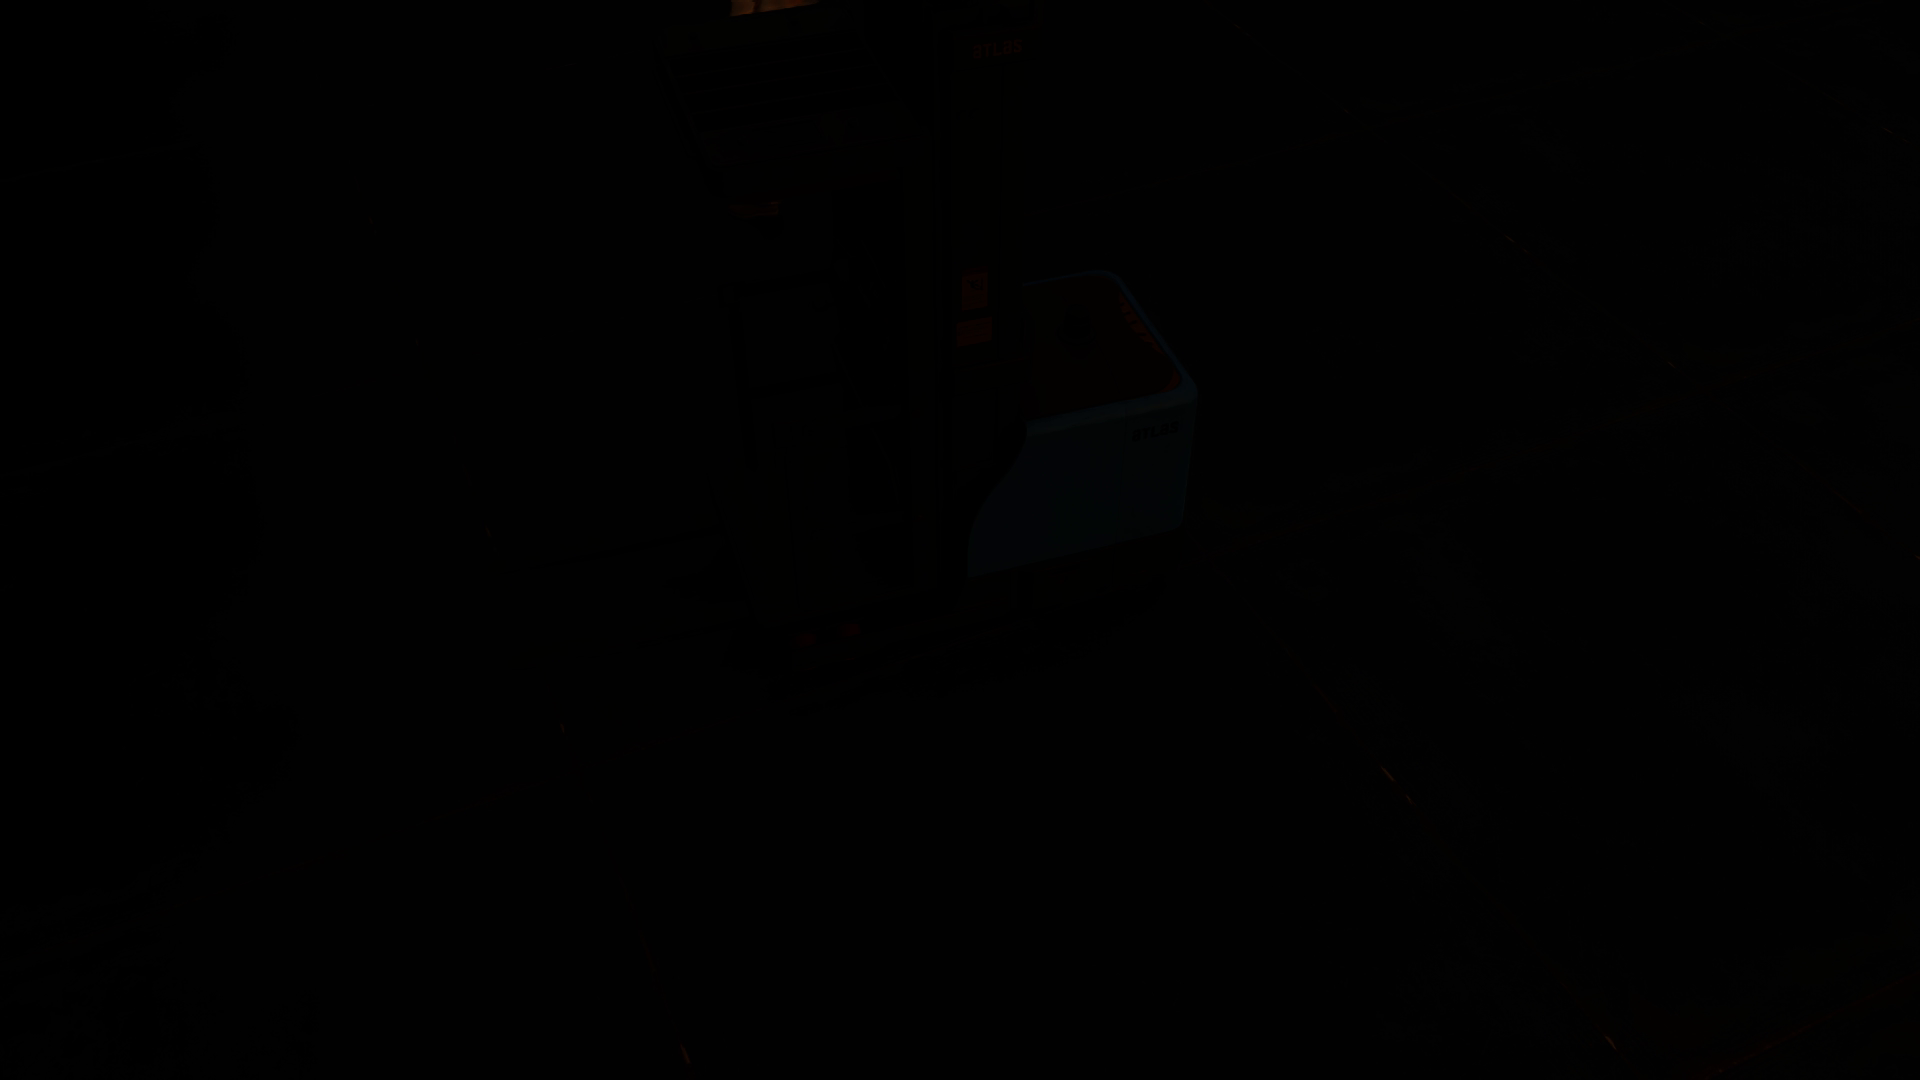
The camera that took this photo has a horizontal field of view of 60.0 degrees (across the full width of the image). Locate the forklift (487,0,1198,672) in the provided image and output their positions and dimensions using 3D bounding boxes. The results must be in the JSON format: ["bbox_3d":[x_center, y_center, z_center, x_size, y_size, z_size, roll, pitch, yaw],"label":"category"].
[{"bbox_3d":[-0.560,-0.911,6.657,3.031,2.935,1.130,-13,45,-13],"label":"forklift"}]

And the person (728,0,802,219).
[{"bbox_3d":[-1.113,-2.763,9.551,0.439,1.718,0.977,25,49,24],"label":"person"}]
